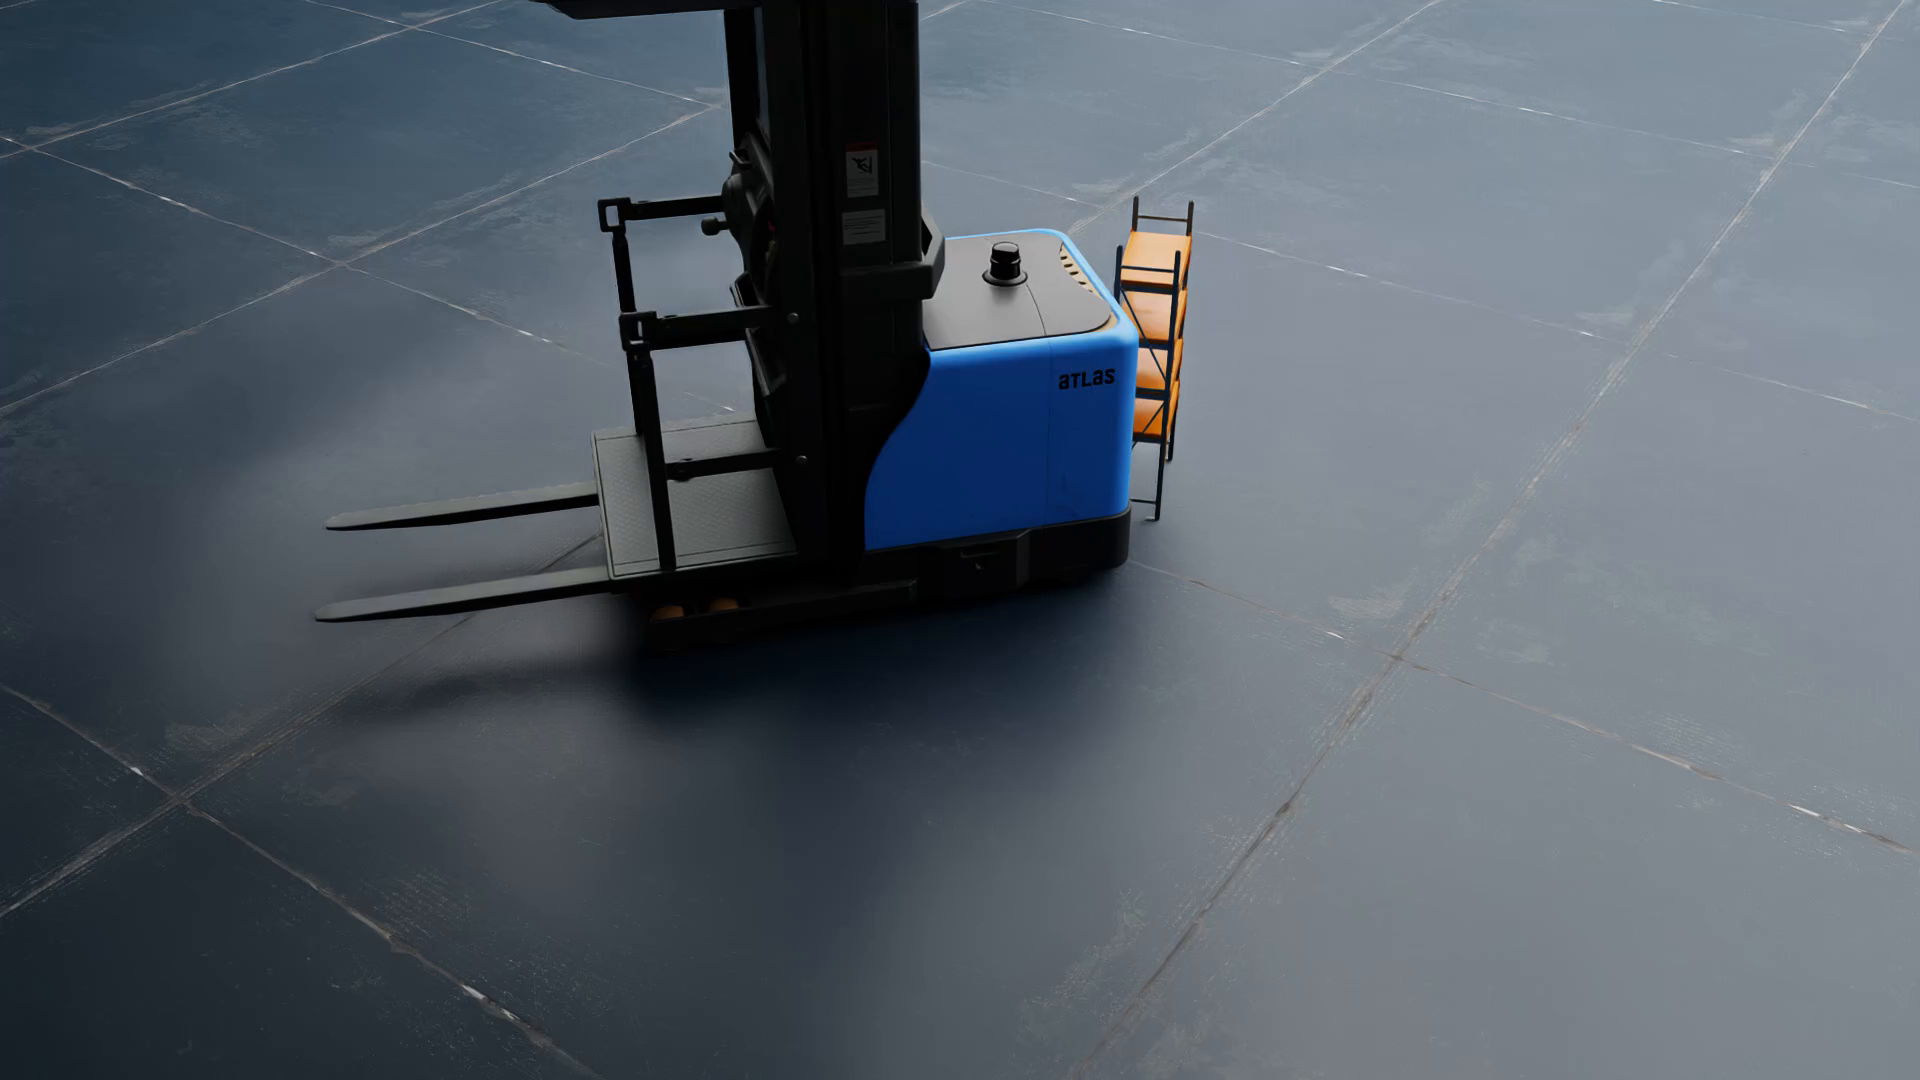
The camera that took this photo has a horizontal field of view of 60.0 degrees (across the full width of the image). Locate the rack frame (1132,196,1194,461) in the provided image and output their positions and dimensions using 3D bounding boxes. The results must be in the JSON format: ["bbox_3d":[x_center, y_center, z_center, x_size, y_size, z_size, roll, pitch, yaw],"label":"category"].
[{"bbox_3d":[0.811,-0.860,6.951,0.240,1.200,0.015,7,35,10],"label":"rack frame"}]

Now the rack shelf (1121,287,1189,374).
[{"bbox_3d":[0.759,-0.856,6.666,0.258,0.148,0.480,7,35,10],"label":"rack shelf"}]

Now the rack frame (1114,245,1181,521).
[{"bbox_3d":[0.707,-0.593,6.556,0.240,1.200,0.015,7,35,10],"label":"rack frame"}]

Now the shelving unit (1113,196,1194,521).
[{"bbox_3d":[0.759,-0.727,6.754,0.258,1.200,0.503,7,35,10],"label":"shelving unit"}]

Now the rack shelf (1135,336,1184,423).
[{"bbox_3d":[0.759,-0.671,6.791,0.258,0.148,0.480,7,35,10],"label":"rack shelf"}]

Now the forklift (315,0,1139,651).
[{"bbox_3d":[-0.913,-1.132,5.808,3.031,2.935,1.130,-8,35,-12],"label":"forklift"}]

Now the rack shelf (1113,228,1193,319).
[{"bbox_3d":[0.759,-1.052,6.534,0.258,0.148,0.480,7,35,10],"label":"rack shelf"}]

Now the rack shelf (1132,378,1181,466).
[{"bbox_3d":[0.759,-0.507,6.903,0.258,0.148,0.480,7,35,10],"label":"rack shelf"}]
